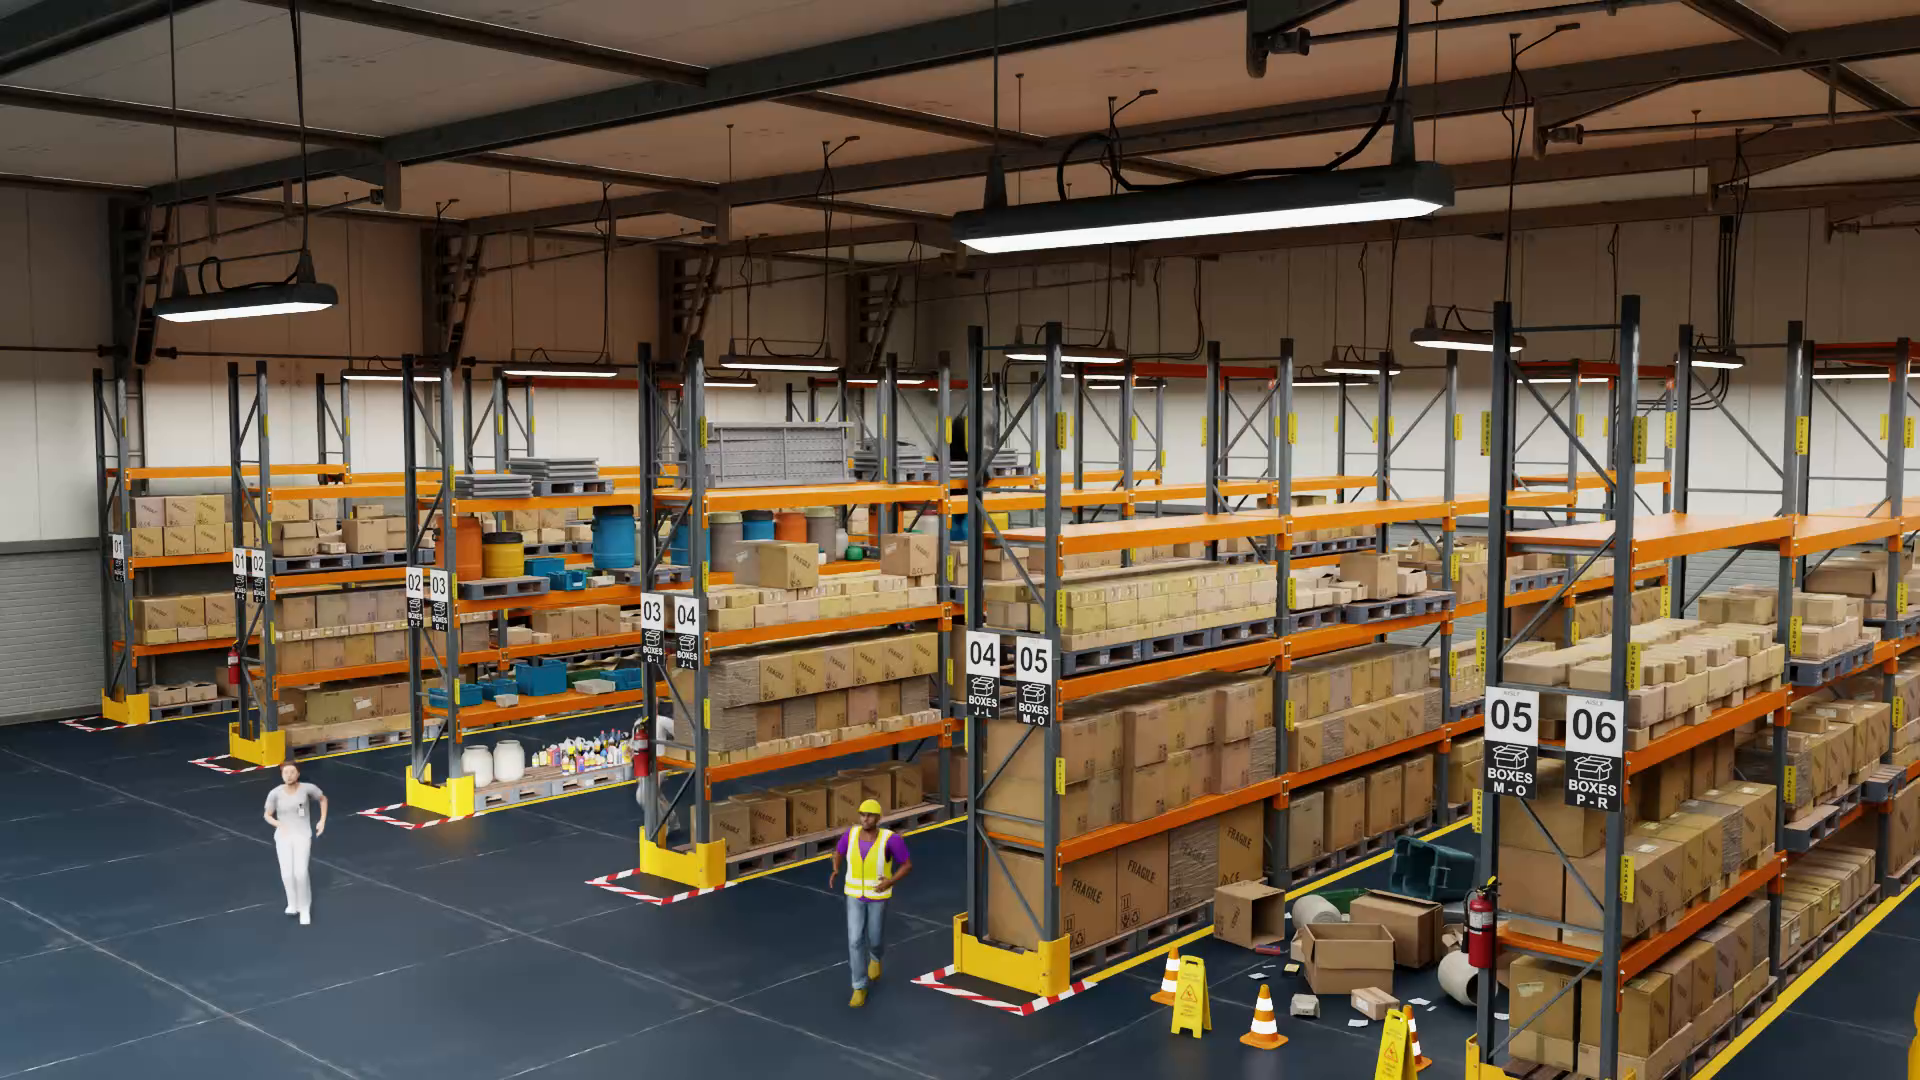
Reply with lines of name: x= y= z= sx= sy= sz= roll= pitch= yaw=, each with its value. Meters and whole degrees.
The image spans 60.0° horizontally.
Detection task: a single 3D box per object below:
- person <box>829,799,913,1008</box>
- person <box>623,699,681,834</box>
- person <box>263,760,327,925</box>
person: x=-0.813 y=3.203 z=14.904 sx=0.740 sy=1.781 sz=0.831 roll=1 pitch=4 yaw=13
person: x=-3.756 y=2.792 z=20.304 sx=0.665 sy=1.785 sz=0.839 roll=4 pitch=6 yaw=42
person: x=-6.800 y=3.097 z=17.018 sx=0.580 sy=1.716 sz=0.712 roll=-1 pitch=4 yaw=-14
